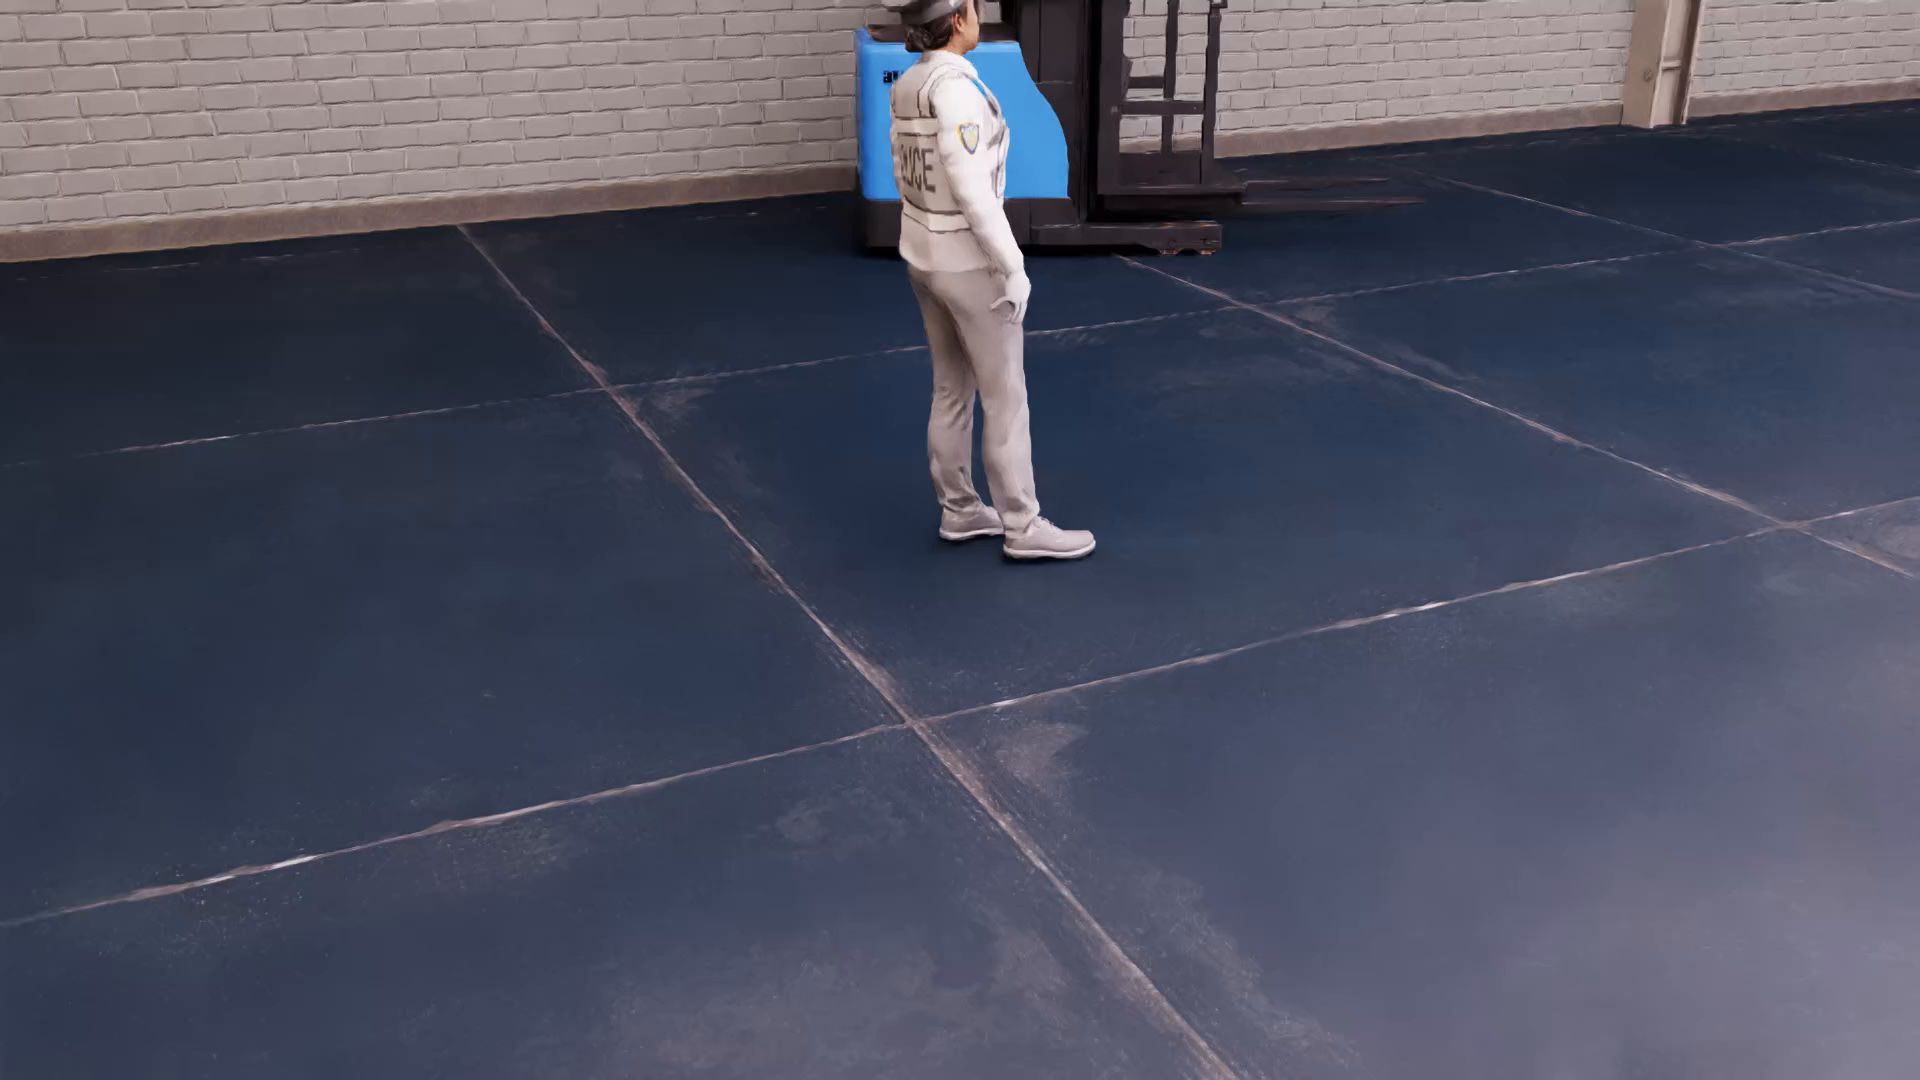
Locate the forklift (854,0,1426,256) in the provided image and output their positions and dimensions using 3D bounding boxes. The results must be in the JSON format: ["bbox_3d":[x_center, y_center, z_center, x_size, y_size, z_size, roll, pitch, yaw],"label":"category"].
[{"bbox_3d":[0.960,-3.040,8.605,3.031,2.935,1.130,-2,23,-5],"label":"forklift"}]

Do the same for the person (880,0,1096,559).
[{"bbox_3d":[0.064,-0.798,4.799,0.532,1.695,0.586,-10,25,-23],"label":"person"}]
